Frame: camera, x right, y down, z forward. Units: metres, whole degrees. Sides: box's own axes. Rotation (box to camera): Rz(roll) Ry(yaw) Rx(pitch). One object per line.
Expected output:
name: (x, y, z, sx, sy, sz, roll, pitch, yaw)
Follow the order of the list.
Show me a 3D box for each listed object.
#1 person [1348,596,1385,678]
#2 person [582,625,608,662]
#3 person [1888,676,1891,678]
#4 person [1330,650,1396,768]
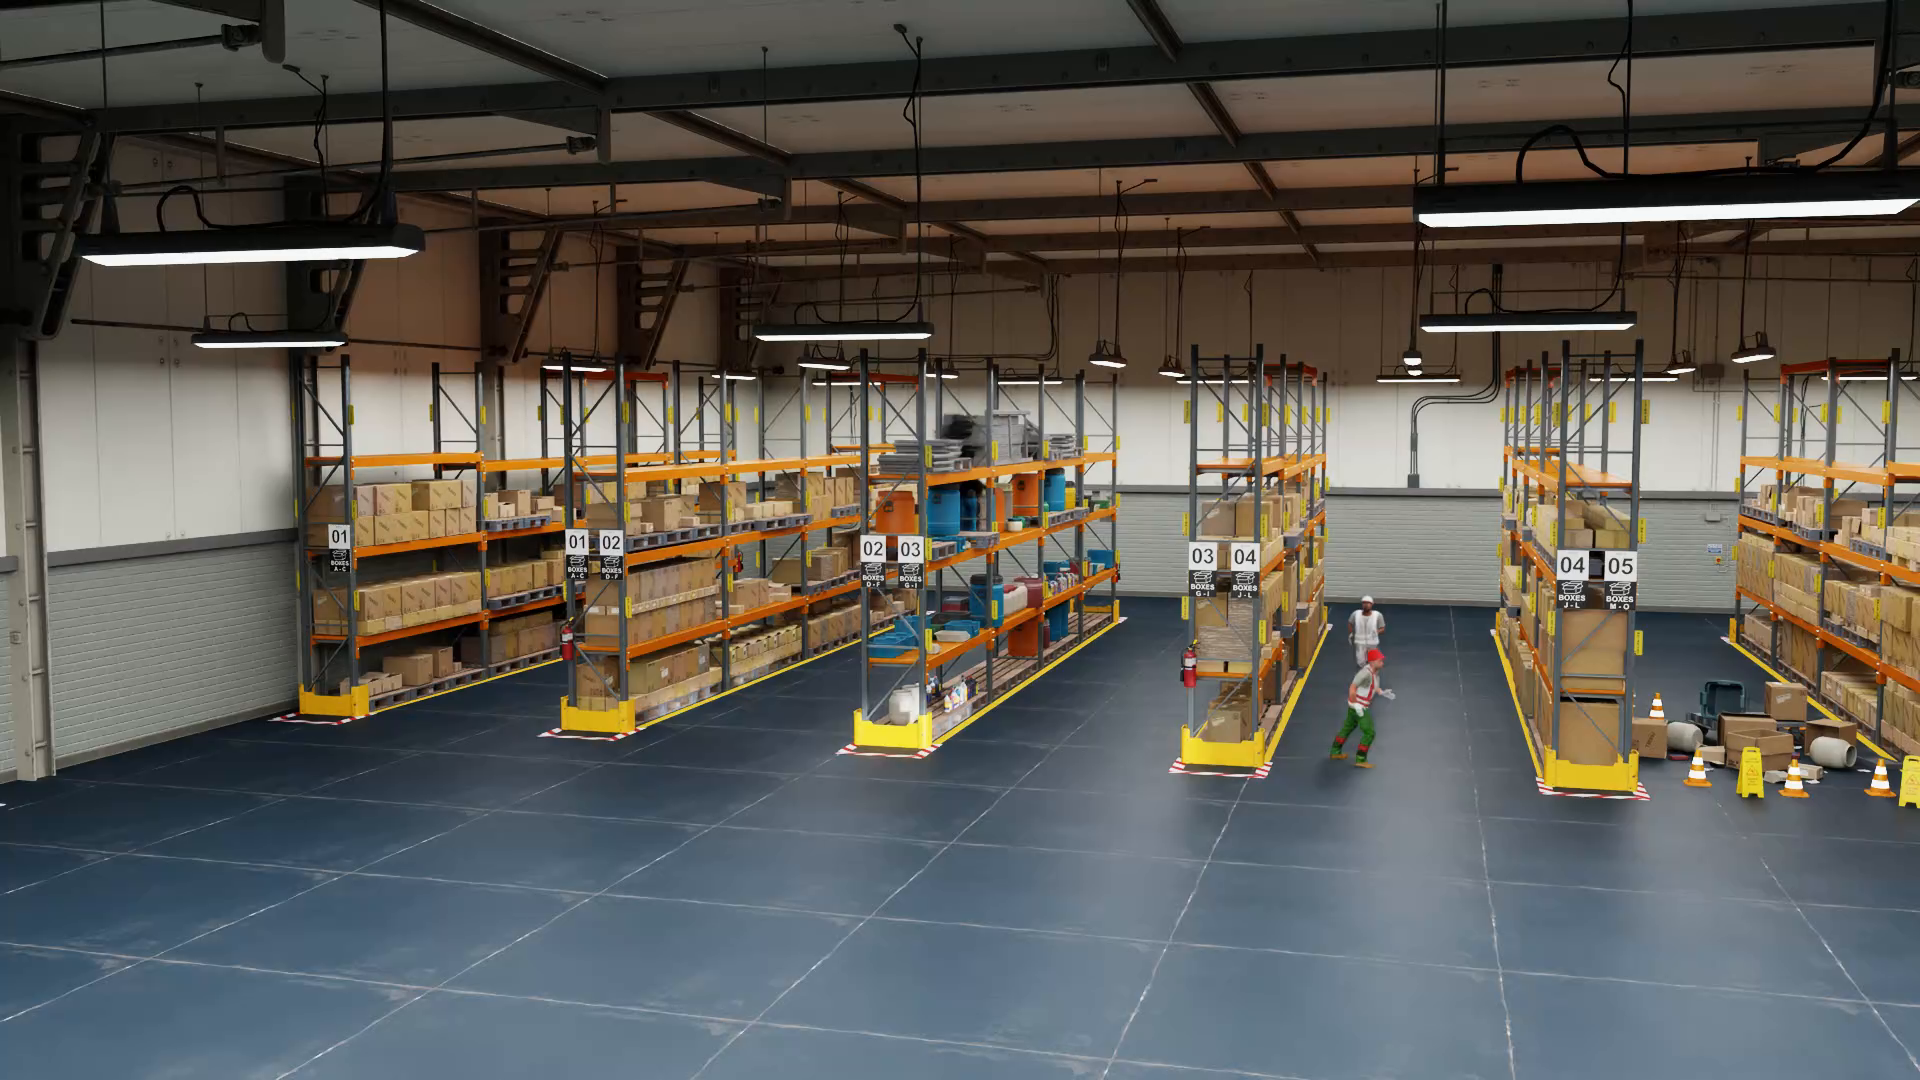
person: (7.310, 1.872, 29.894, 0.657, 1.737, 0.648, 1, 4, 11)
person: (-6.514, 1.948, 30.013, 0.570, 1.642, 0.724, 0, 4, 4)
person: (17.726, 1.782, 31.340, 0.687, 1.752, 0.995, 1, 4, 13)
person: (5.729, 2.386, 23.708, 0.914, 1.707, 0.700, 2, 5, 20)
